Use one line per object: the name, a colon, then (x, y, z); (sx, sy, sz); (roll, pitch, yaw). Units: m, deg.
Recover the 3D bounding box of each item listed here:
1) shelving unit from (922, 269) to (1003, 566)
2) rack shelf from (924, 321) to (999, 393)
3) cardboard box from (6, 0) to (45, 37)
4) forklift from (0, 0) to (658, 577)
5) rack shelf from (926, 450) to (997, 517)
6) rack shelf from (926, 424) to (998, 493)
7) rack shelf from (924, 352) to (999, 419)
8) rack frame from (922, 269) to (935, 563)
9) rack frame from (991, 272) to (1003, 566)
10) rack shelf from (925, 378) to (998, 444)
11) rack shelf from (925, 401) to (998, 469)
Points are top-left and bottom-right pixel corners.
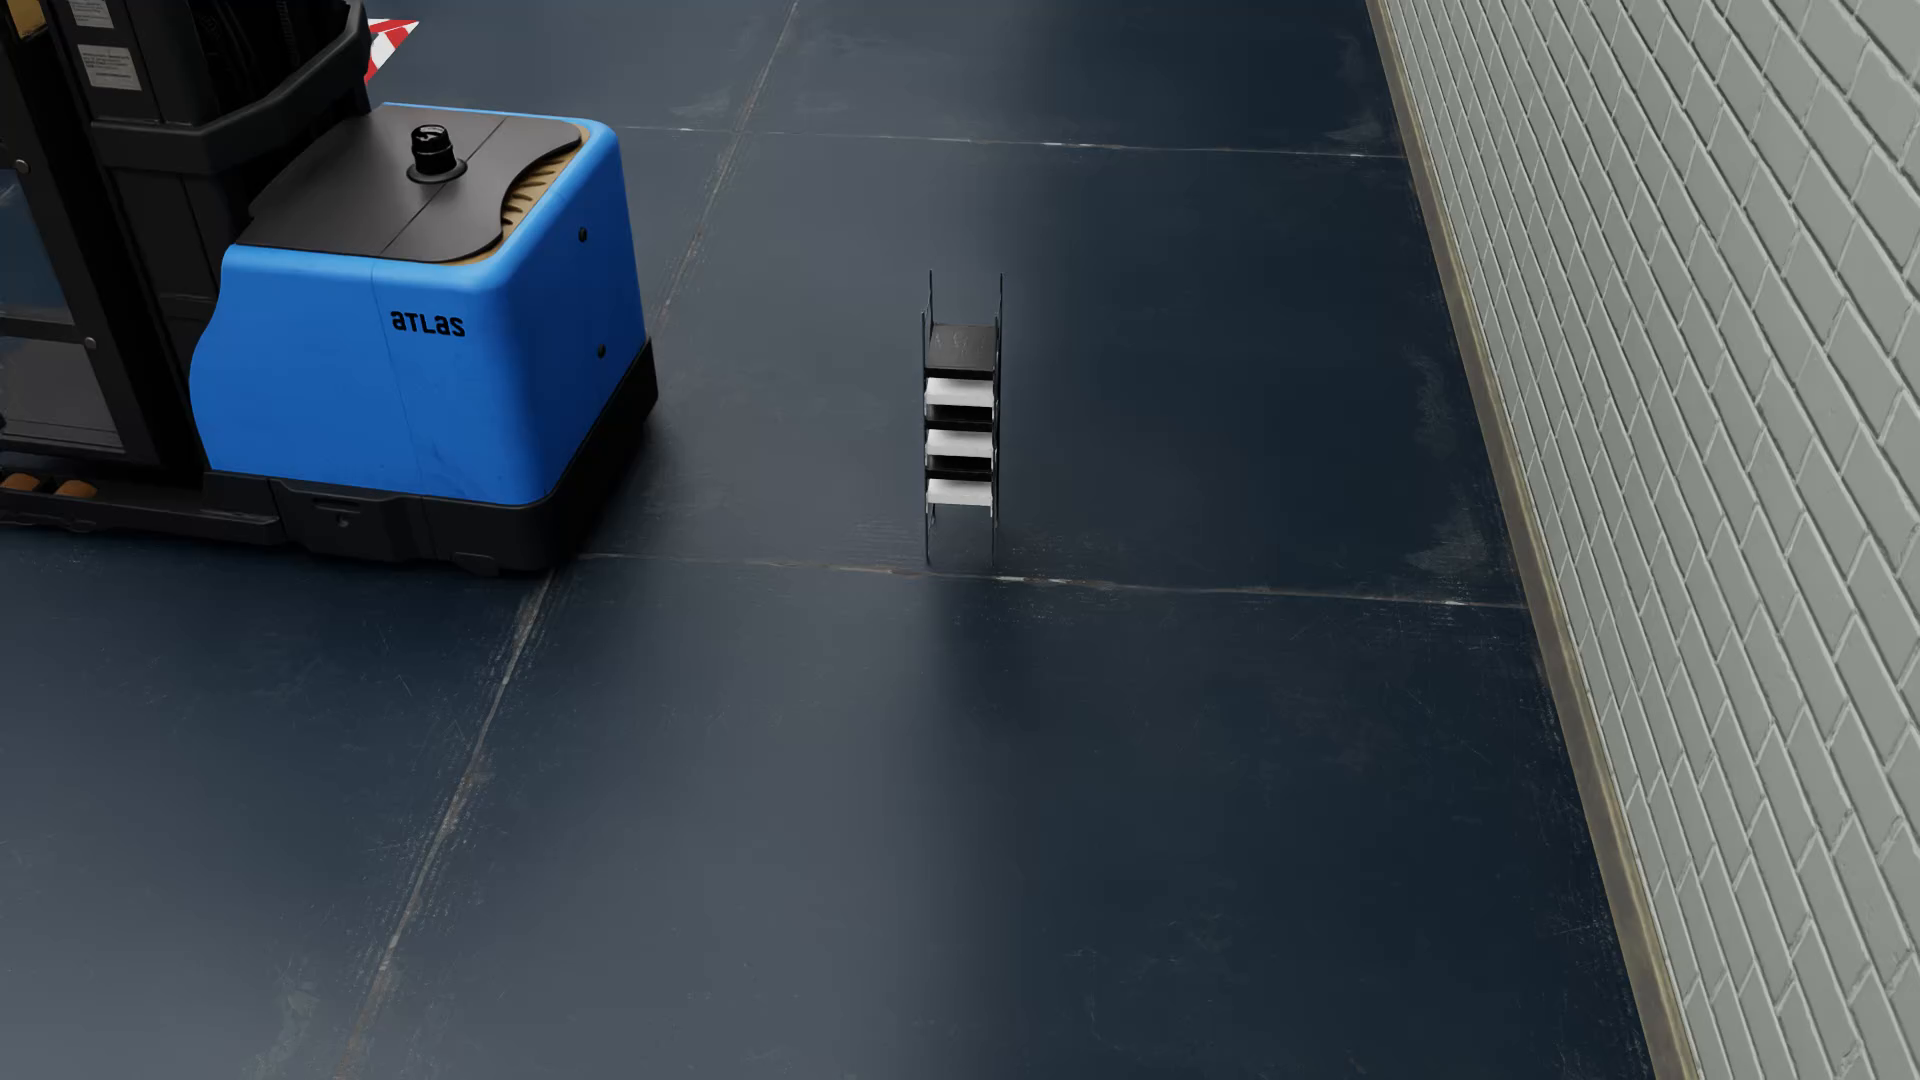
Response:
shelving unit: (0.008, -0.349, 4.965); (0.210, 0.900, 0.258); (3, 39, 4)
rack shelf: (0.008, -0.532, 4.816); (0.200, 0.077, 0.258); (3, 39, 4)
cardboard box: (-4.285, -2.769, 7.627); (0.875, 0.875, 0.875); (3, 39, 4)
forklift: (-2.609, -1.479, 4.745); (3.031, 2.935, 1.130); (7, 40, 8)
rack shelf: (0.008, -0.183, 5.100); (0.200, 0.077, 0.258); (3, 39, 4)
rack shelf: (0.008, -0.253, 5.043); (0.200, 0.077, 0.258); (3, 39, 4)
rack shelf: (0.008, -0.462, 4.873); (0.200, 0.077, 0.258); (3, 39, 4)
rack frame: (-0.093, -0.354, 4.972); (0.006, 0.900, 0.240); (3, 39, 4)
rack frame: (0.109, -0.343, 4.959); (0.006, 0.900, 0.240); (3, 39, 4)
rack shelf: (0.008, -0.392, 4.930); (0.200, 0.077, 0.258); (3, 39, 4)
rack shelf: (0.008, -0.323, 4.986); (0.200, 0.077, 0.258); (3, 39, 4)
